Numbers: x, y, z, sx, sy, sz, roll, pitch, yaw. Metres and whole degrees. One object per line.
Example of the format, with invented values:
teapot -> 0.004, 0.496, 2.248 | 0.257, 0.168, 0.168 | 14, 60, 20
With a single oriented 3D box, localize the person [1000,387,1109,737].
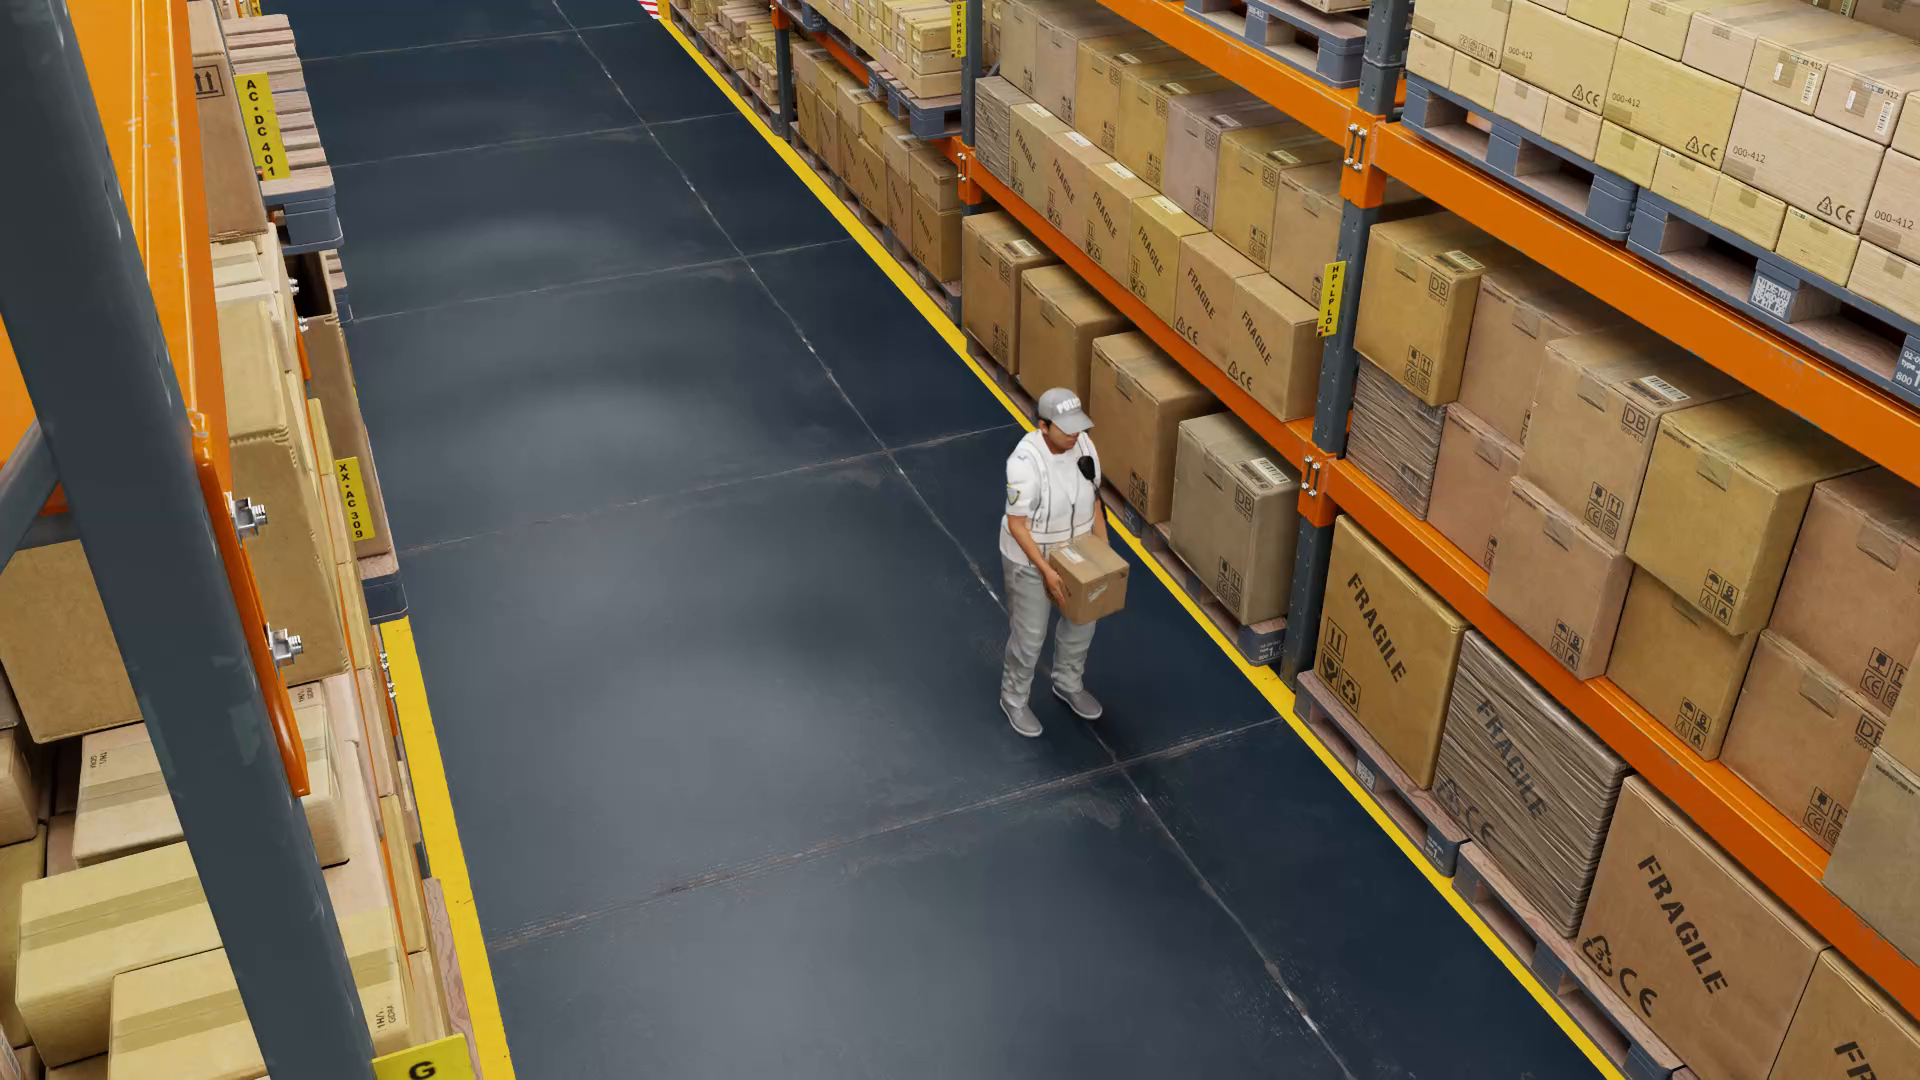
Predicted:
person -> 0.427, 0.086, 7.384 | 0.497, 1.671, 0.478 | -20, 39, -28
